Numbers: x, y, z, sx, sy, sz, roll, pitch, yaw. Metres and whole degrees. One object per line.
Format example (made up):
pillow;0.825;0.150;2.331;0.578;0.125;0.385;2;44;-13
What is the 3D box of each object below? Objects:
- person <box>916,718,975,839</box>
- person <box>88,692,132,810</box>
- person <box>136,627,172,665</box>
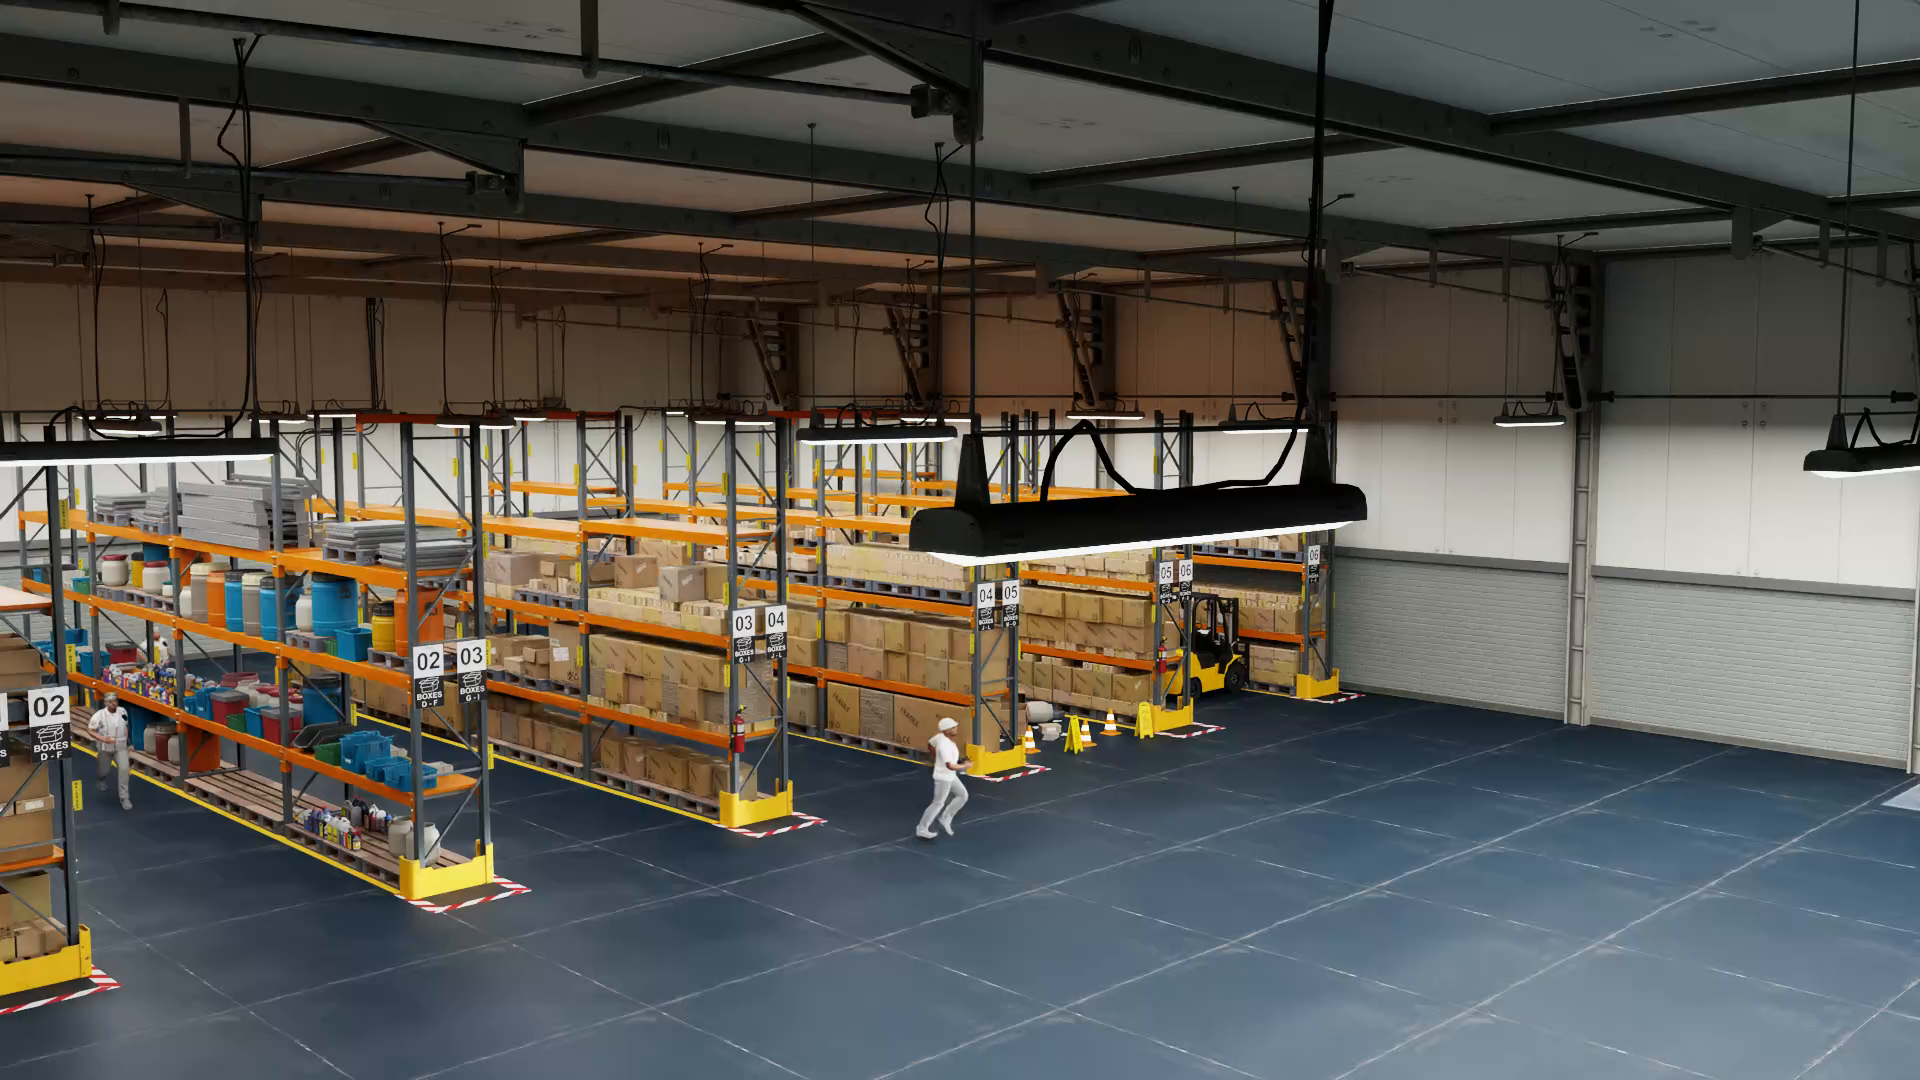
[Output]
person;-0.200;3.385;23.743;0.847;1.735;0.714;0;5;2
person;-13.164;3.228;25.771;0.631;1.797;1.138;-4;6;-39
person;-16.171;2.566;33.545;0.844;1.656;0.614;2;6;27
